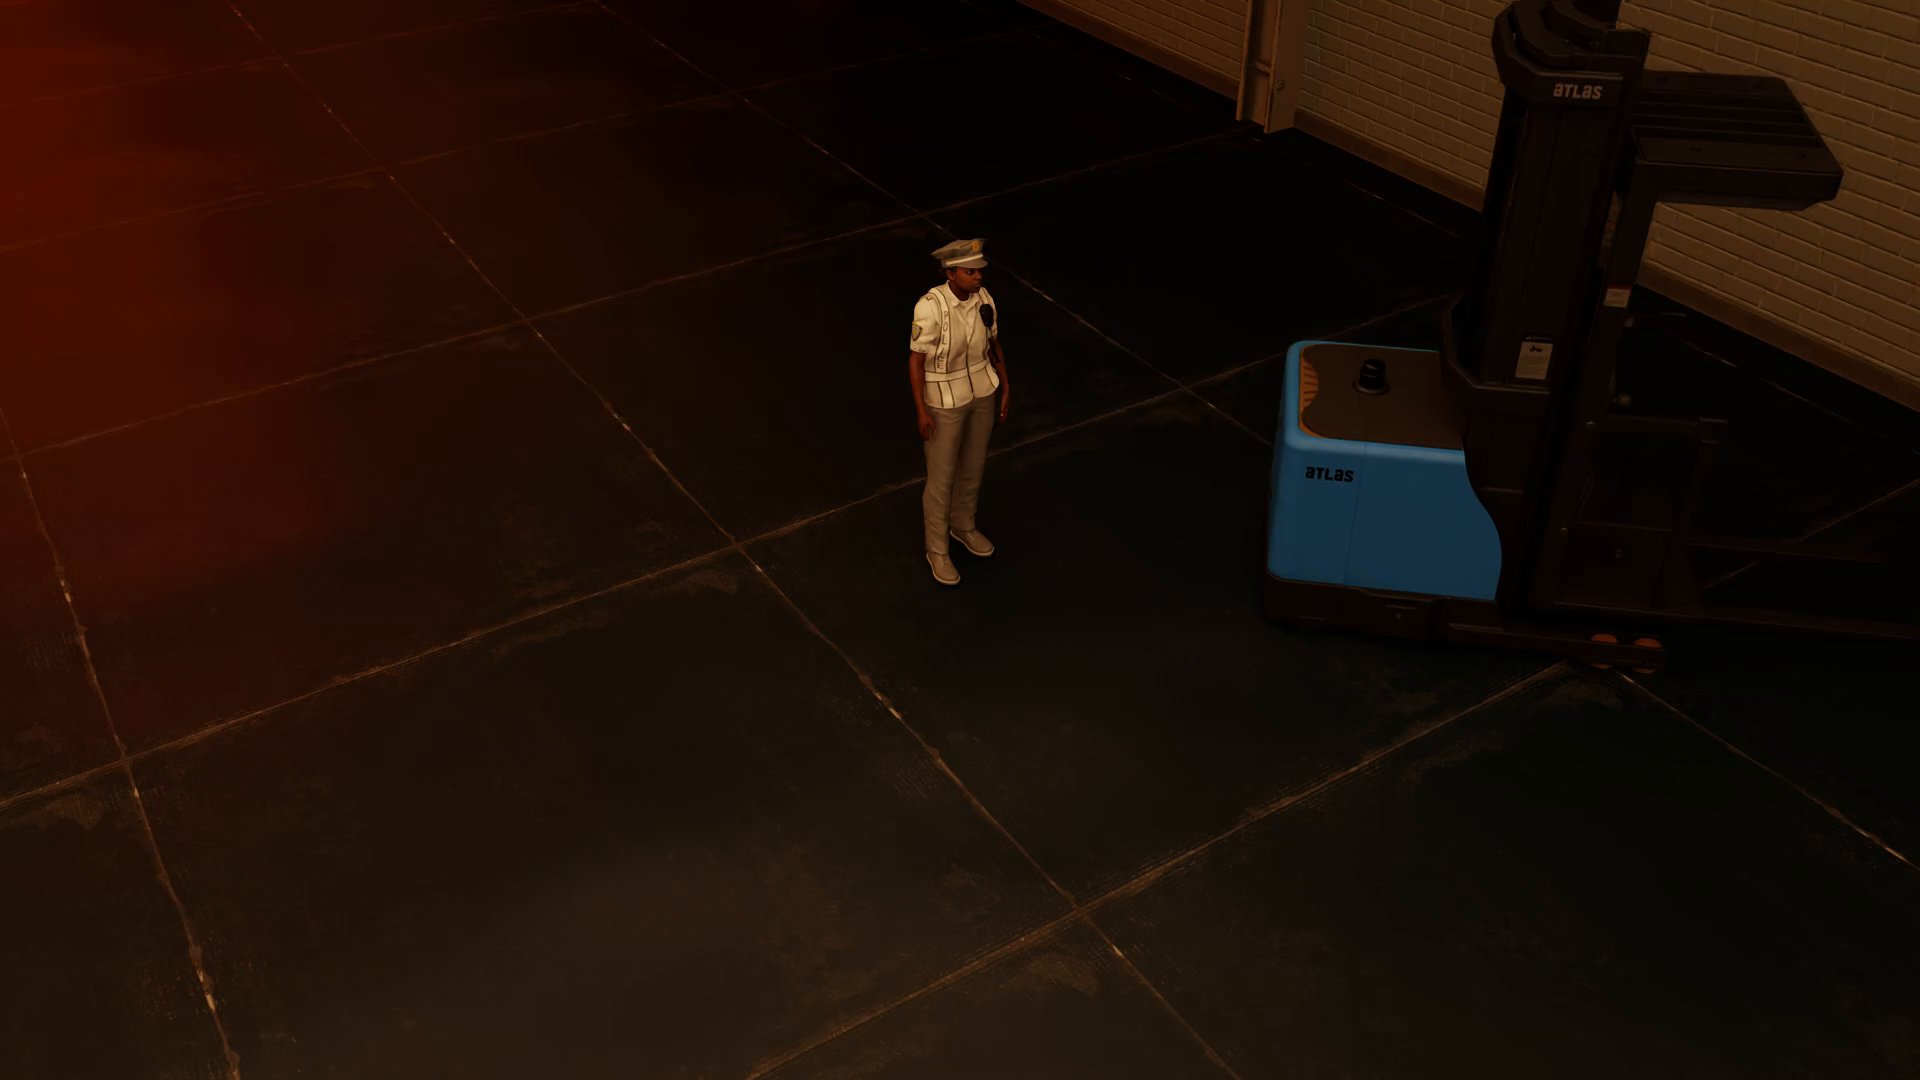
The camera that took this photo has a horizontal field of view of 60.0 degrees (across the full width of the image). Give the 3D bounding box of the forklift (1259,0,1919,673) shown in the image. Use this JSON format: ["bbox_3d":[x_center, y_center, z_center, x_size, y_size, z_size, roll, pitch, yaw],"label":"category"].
[{"bbox_3d":[3.026,-0.905,7.436,3.031,2.935,1.130,6,36,8],"label":"forklift"}]

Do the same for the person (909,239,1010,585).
[{"bbox_3d":[0.024,-0.657,8.145,0.569,1.694,0.529,-21,40,-27],"label":"person"}]
